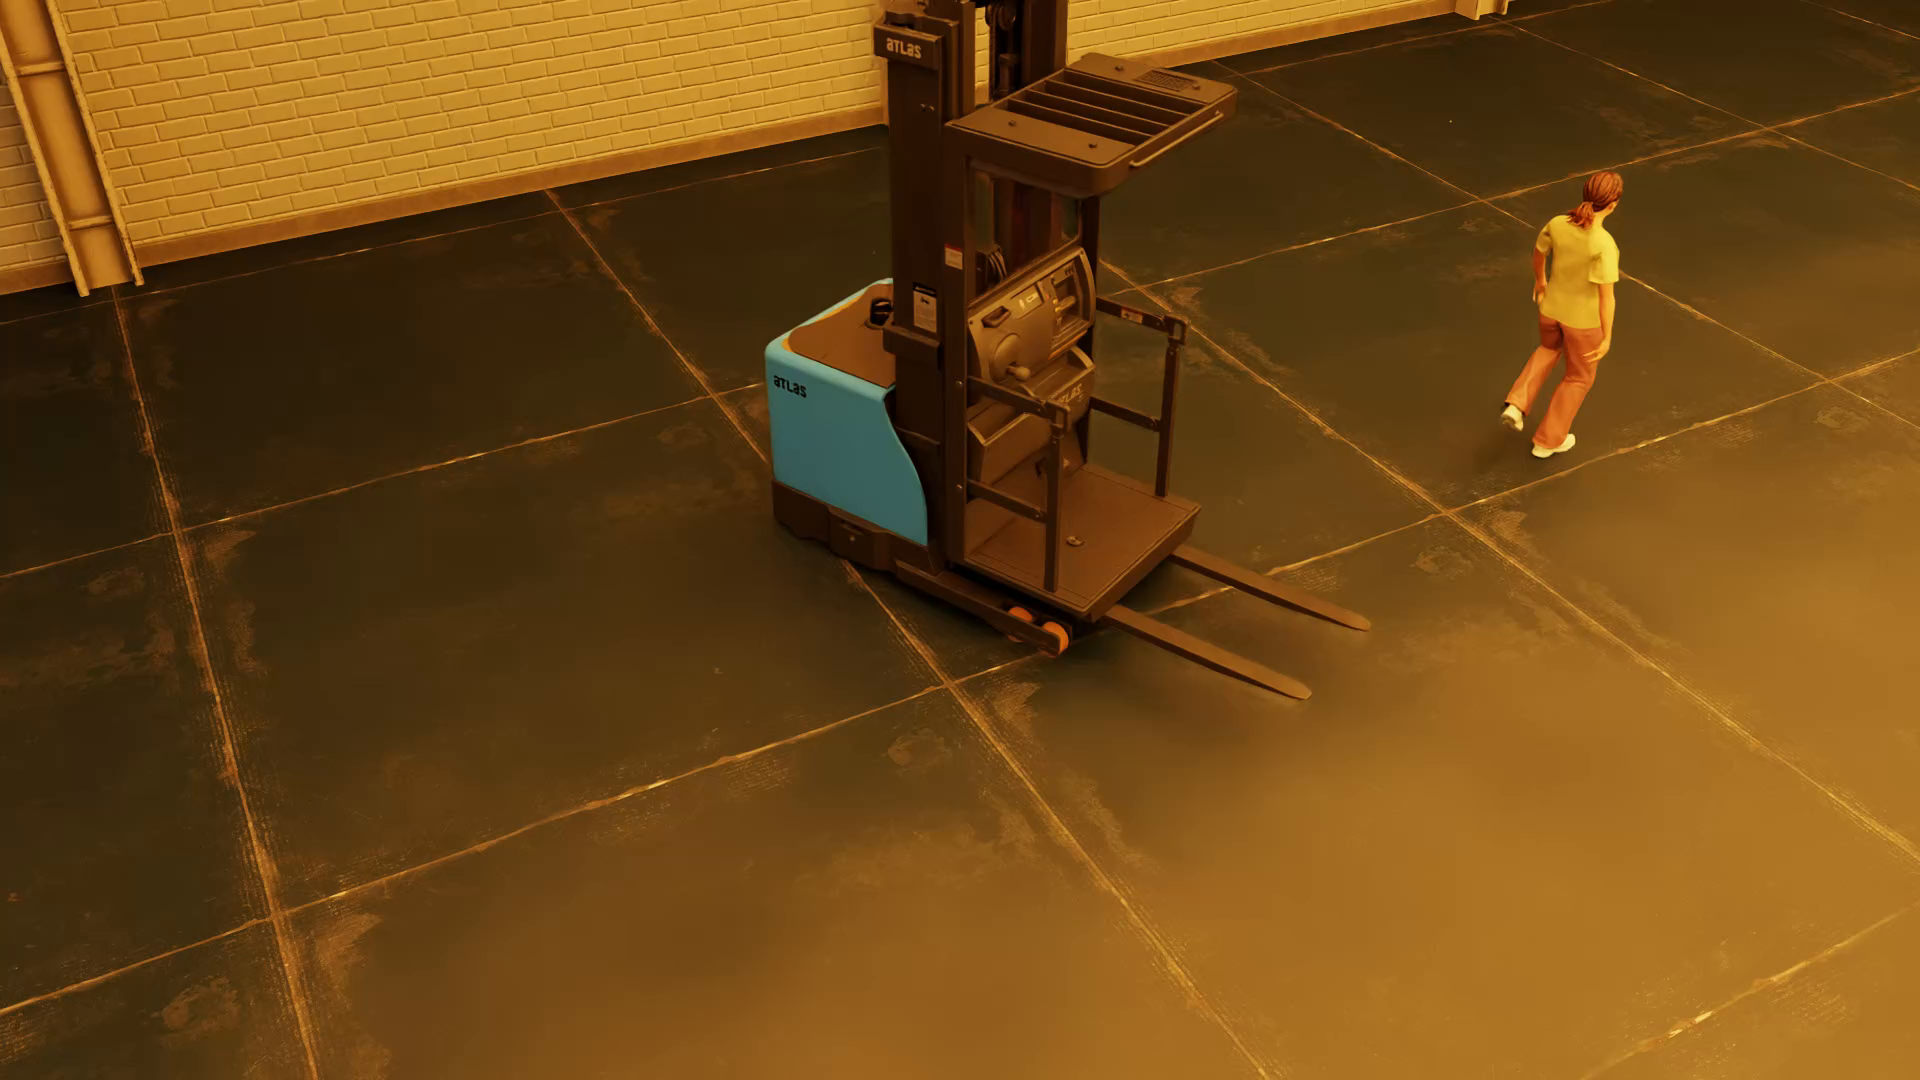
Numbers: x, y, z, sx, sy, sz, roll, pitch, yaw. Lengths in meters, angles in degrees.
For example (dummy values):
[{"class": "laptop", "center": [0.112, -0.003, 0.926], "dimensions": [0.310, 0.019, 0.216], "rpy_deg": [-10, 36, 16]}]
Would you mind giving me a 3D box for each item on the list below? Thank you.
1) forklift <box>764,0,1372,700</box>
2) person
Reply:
[{"class": "forklift", "center": [0.503, -0.991, 7.525], "dimensions": [3.031, 2.935, 1.130], "rpy_deg": [23, 41, 29]}, {"class": "person", "center": [3.282, -1.204, 8.935], "dimensions": [0.478, 1.655, 0.635], "rpy_deg": [-23, 41, -29]}]
